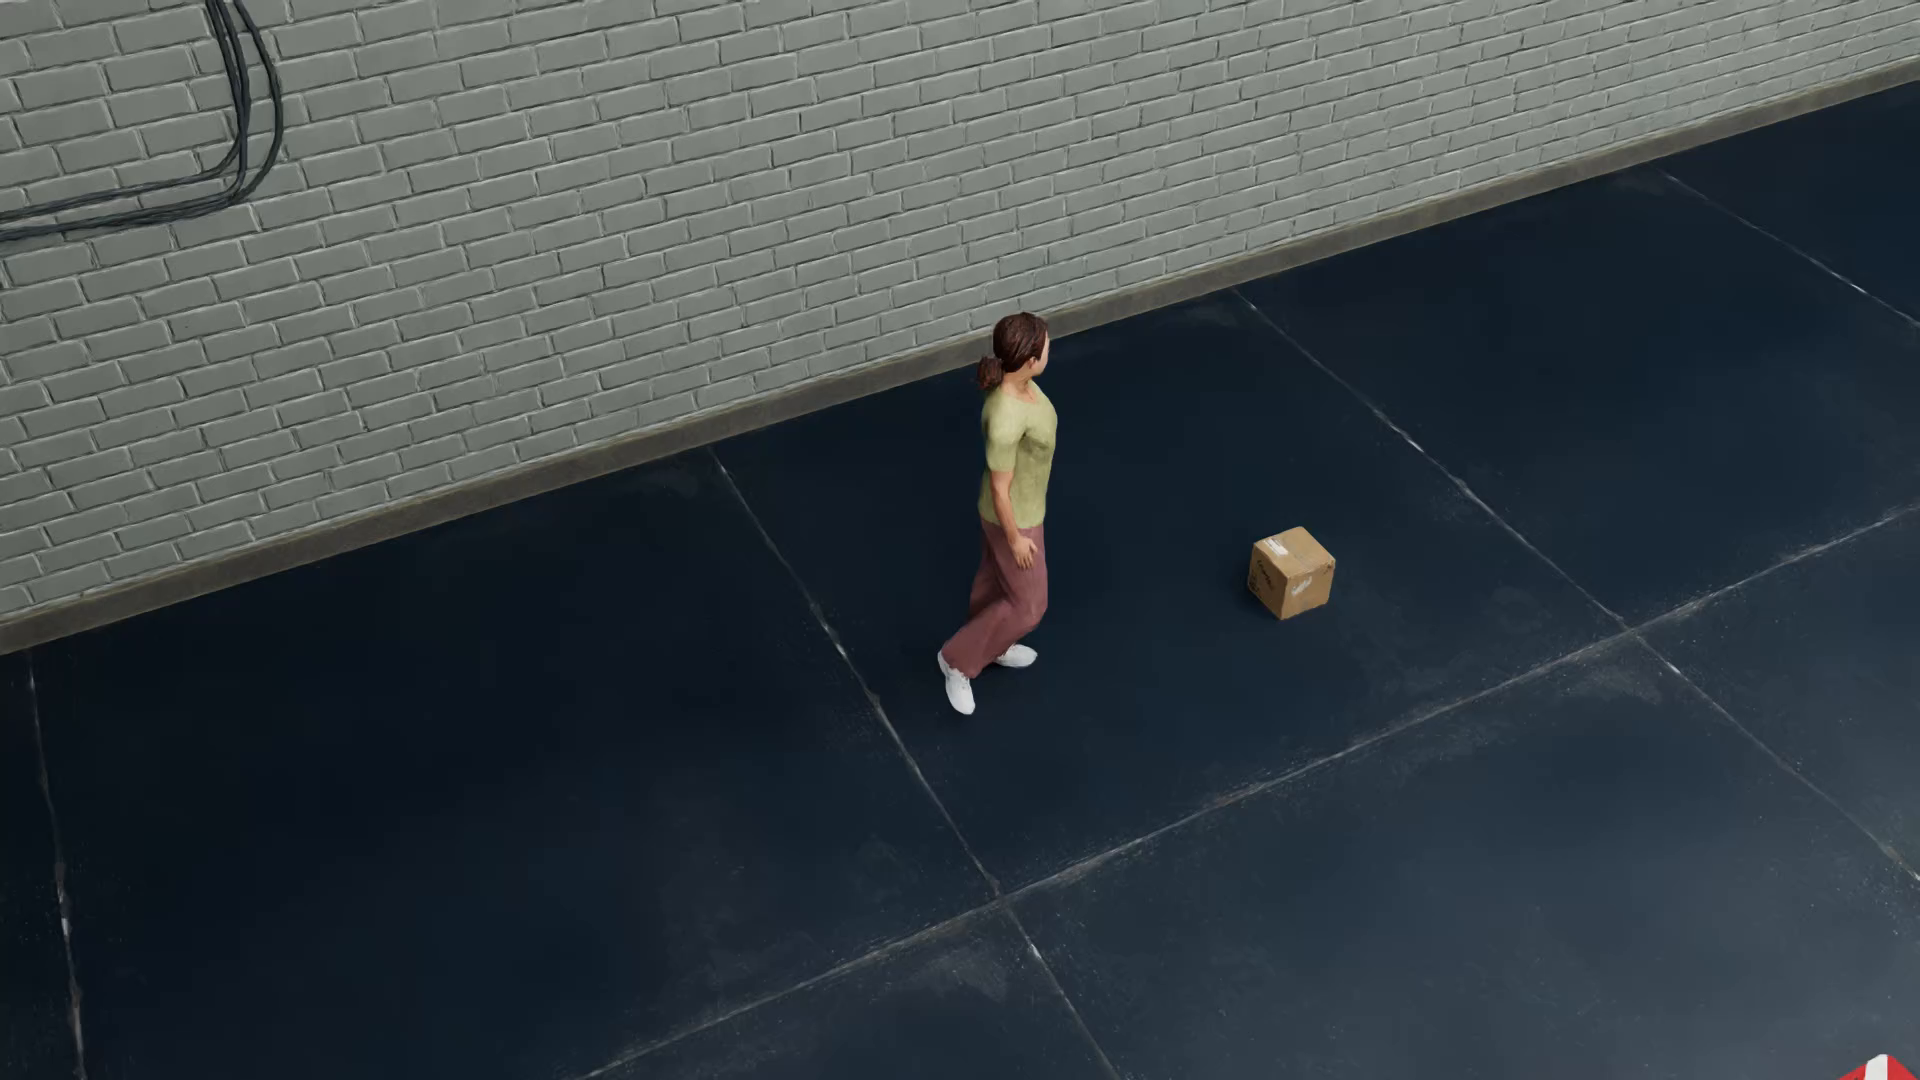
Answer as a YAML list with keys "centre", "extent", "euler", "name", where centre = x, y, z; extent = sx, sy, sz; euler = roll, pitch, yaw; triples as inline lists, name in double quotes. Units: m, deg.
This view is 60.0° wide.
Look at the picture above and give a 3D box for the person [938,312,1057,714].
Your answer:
- centre: [0.133, -0.088, 6.234]
  extent: [0.431, 1.667, 0.628]
  euler: [4, 42, 5]
  name: "person"
